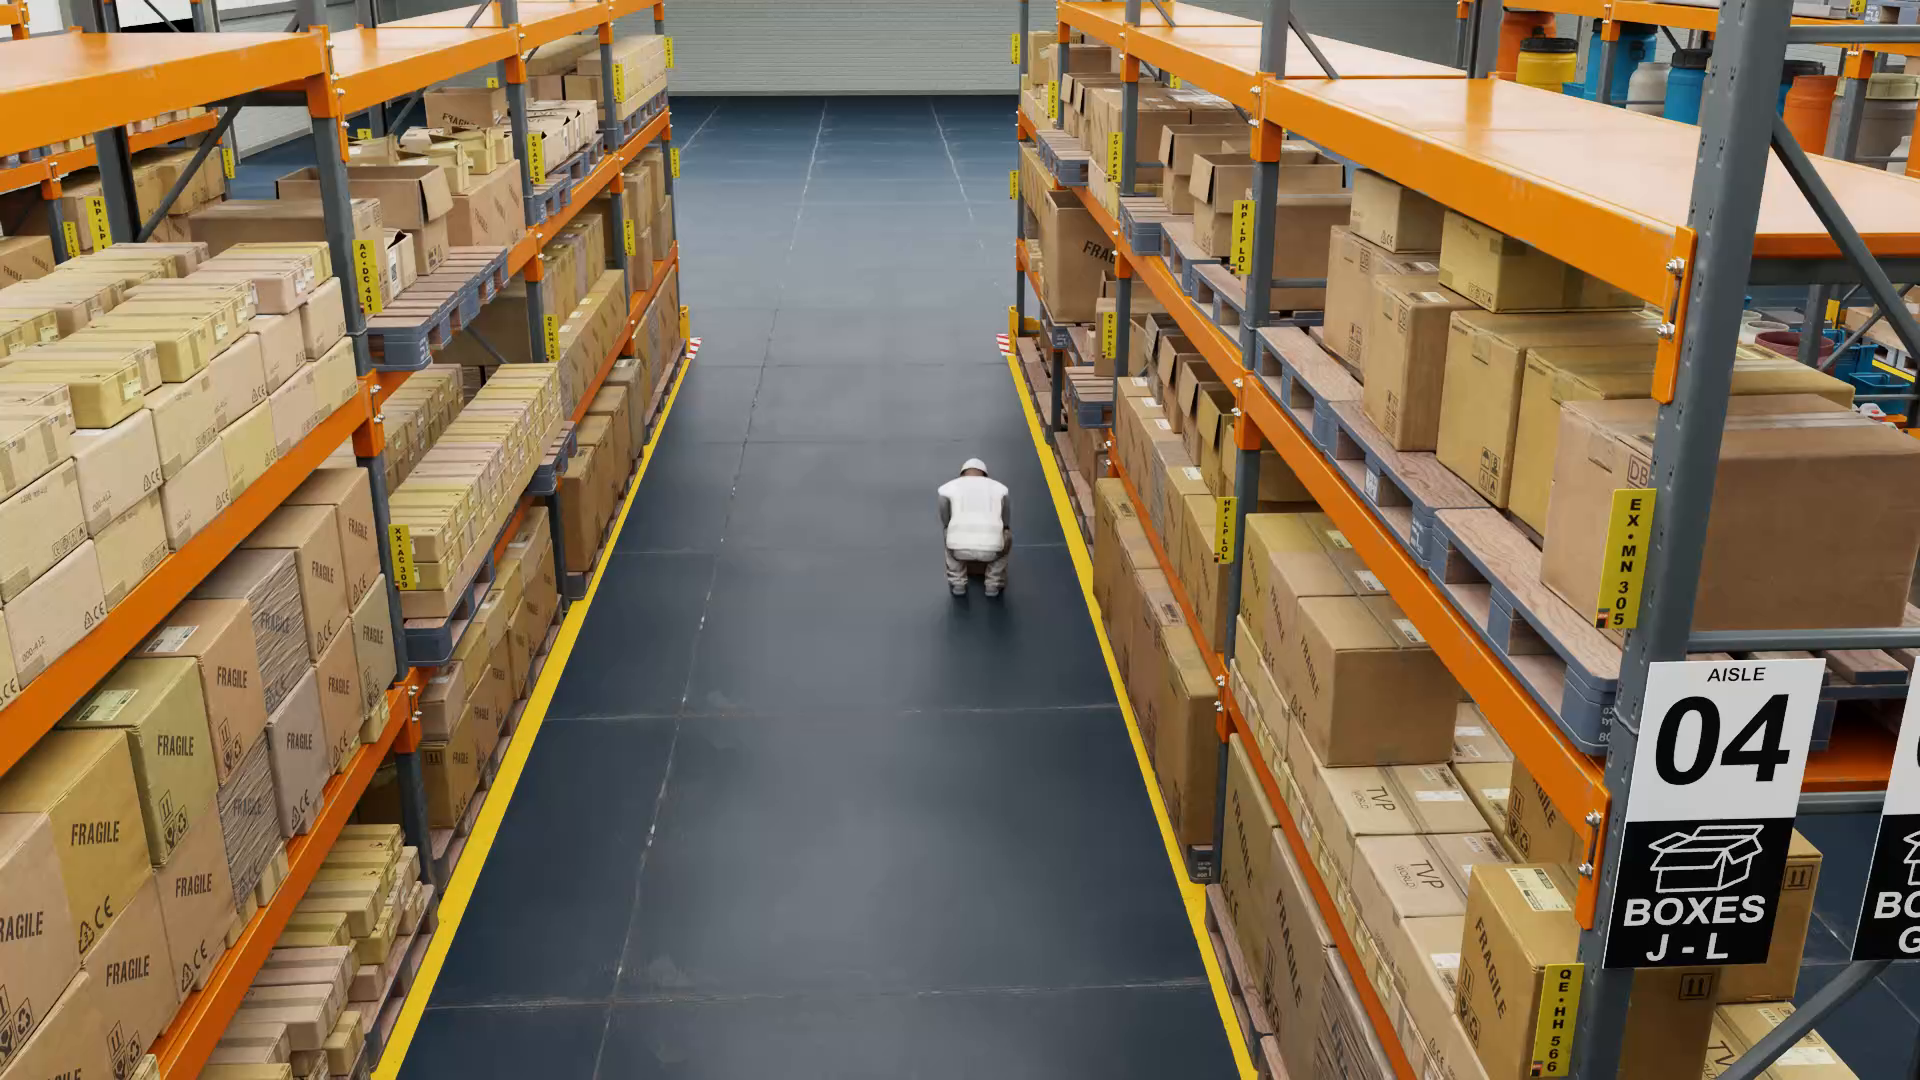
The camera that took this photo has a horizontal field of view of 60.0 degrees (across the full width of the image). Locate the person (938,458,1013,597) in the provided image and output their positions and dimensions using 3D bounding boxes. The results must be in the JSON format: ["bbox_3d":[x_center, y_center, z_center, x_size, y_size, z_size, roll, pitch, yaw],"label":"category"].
[{"bbox_3d":[0.112,-0.084,12.581,0.578,0.888,0.905,2,20,6],"label":"person"}]
